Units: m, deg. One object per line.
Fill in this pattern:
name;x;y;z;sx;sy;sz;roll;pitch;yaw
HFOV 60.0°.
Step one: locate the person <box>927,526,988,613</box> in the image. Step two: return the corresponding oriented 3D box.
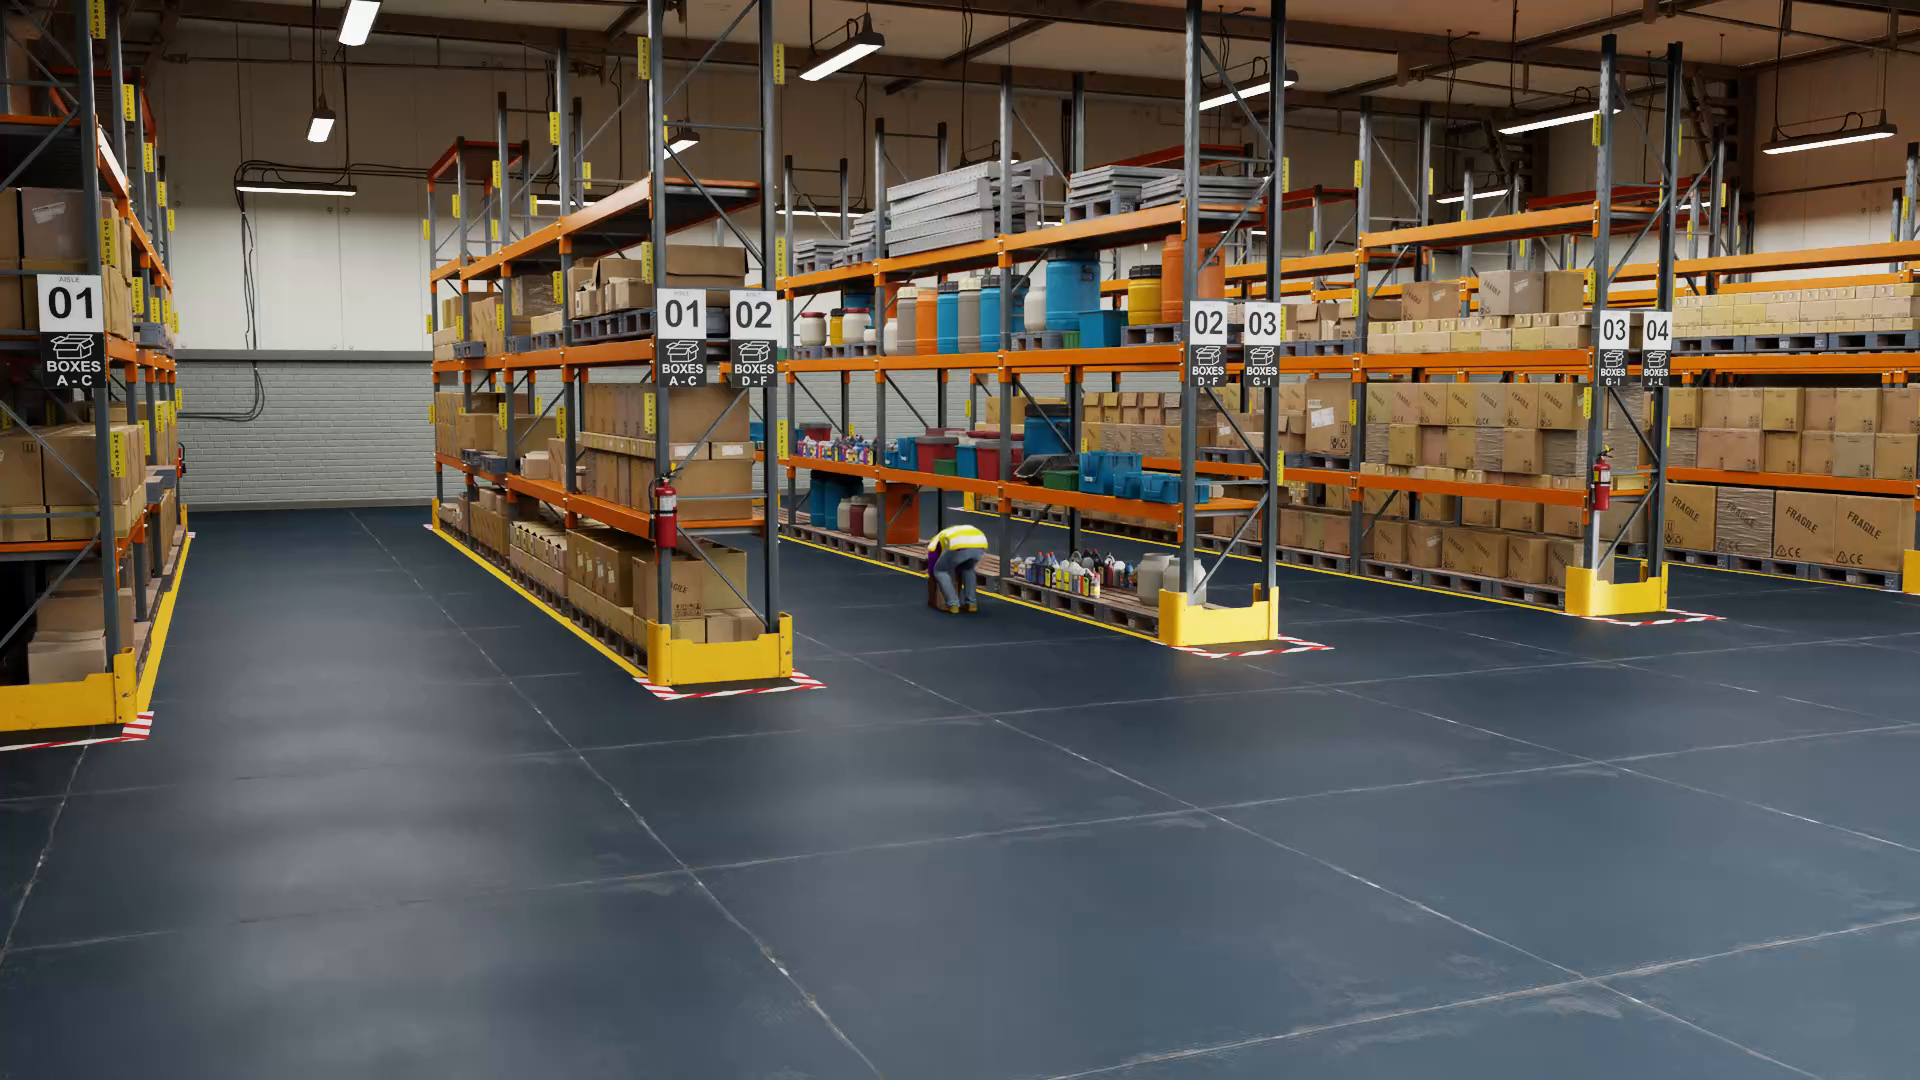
person;-0.073;0.292;18.025;0.501;0.924;0.975;-3;6;-26
